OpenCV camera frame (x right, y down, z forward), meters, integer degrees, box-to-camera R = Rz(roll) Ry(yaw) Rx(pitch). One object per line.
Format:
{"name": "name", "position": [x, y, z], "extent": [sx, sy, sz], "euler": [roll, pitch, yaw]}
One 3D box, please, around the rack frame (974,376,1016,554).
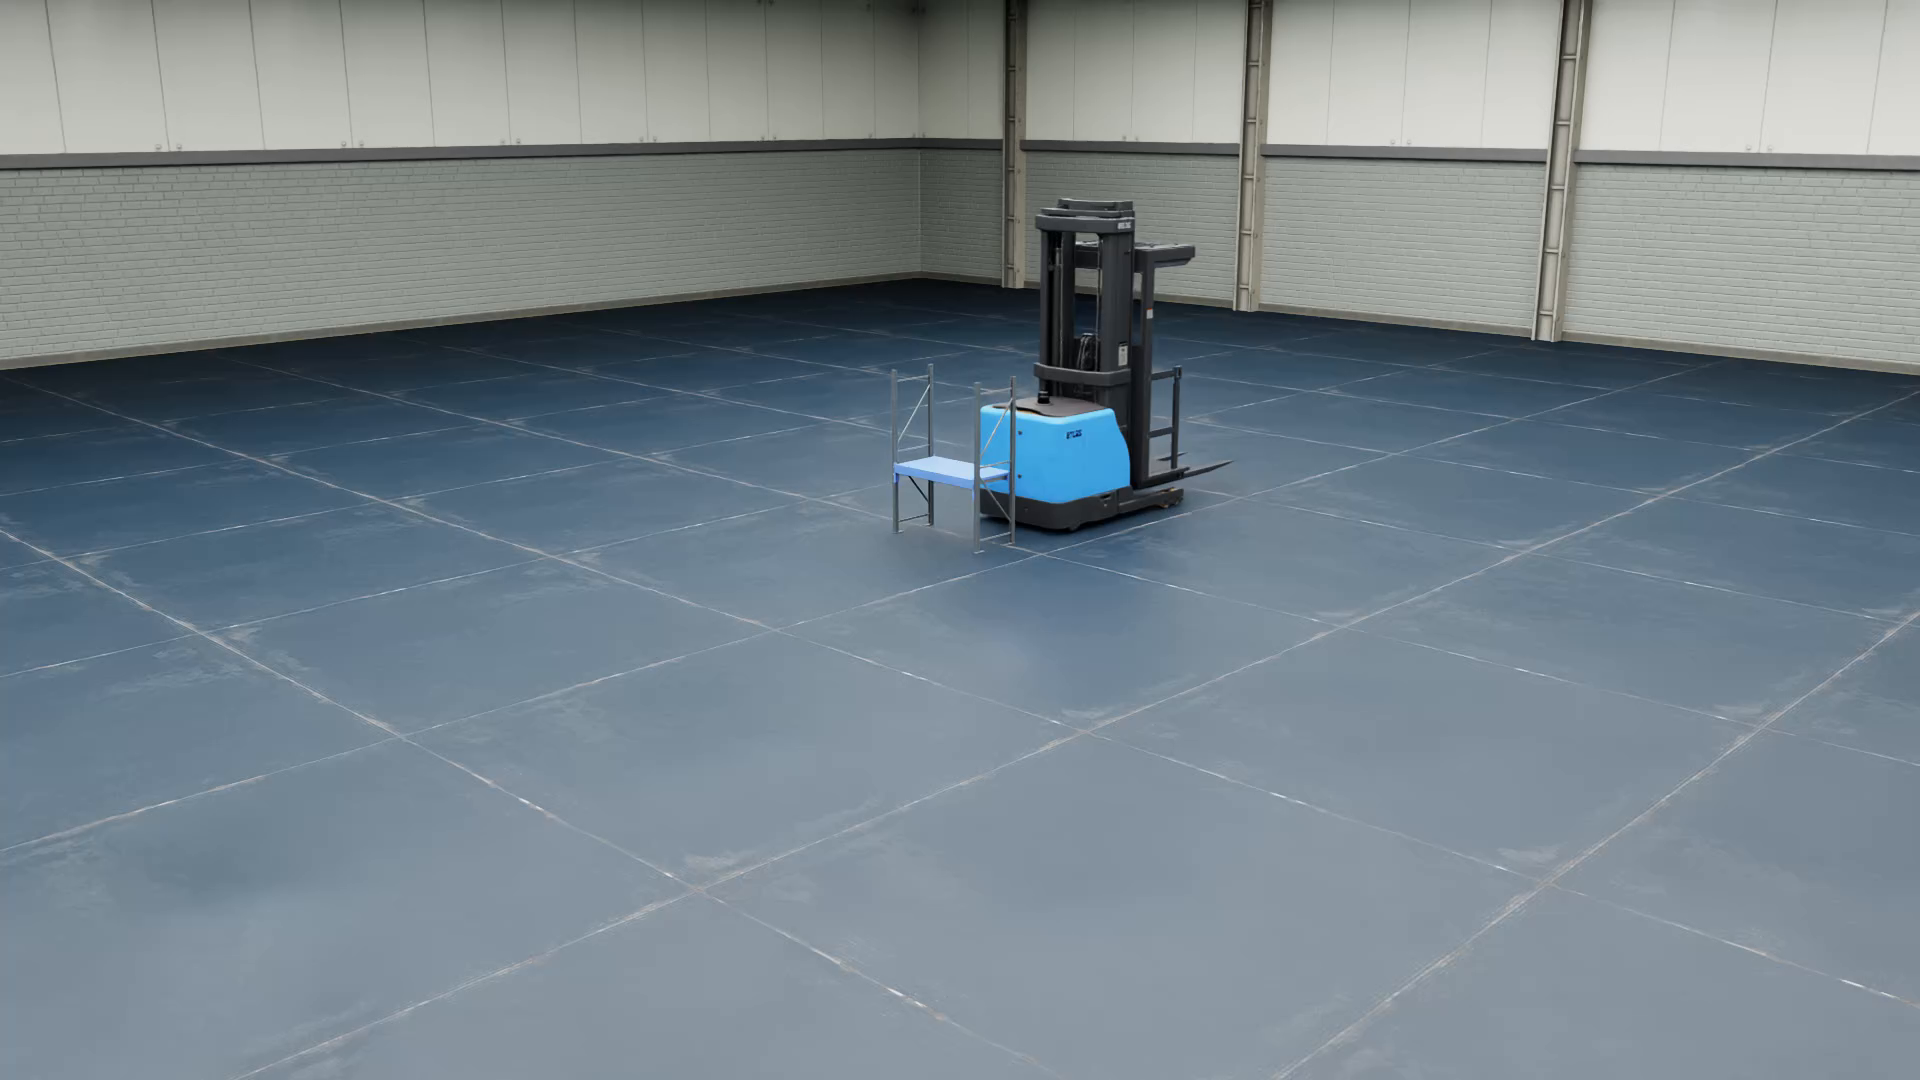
{"name": "rack frame", "position": [0.305, -0.652, 14.459], "extent": [0.032, 1.500, 0.500], "euler": [14, 20, 42]}

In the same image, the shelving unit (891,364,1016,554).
{"name": "shelving unit", "position": [-0.061, -0.741, 14.800], "extent": [1.048, 1.500, 0.538], "euler": [14, 20, 42]}

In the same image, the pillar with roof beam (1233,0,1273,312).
{"name": "pillar with roof beam", "position": [2.476, -7.960, 27.635], "extent": [0.400, 9.000, 9.100], "euler": [14, 20, 42]}

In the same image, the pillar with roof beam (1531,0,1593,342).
{"name": "pillar with roof beam", "position": [6.795, -6.910, 23.605], "extent": [0.400, 9.000, 9.100], "euler": [14, 20, 42]}

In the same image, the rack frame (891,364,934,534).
{"name": "rack frame", "position": [-0.427, -0.830, 15.142], "extent": [0.032, 1.500, 0.500], "euler": [14, 20, 42]}

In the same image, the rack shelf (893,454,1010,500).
{"name": "rack shelf", "position": [-0.061, -0.567, 14.846], "extent": [1.000, 0.185, 0.538], "euler": [14, 20, 42]}

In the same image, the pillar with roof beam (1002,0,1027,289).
{"name": "pillar with roof beam", "position": [-1.843, -9.010, 31.665], "extent": [0.400, 9.000, 9.100], "euler": [14, 20, 42]}

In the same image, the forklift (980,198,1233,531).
{"name": "forklift", "position": [1.540, -1.802, 16.034], "extent": [1.130, 2.935, 3.031], "euler": [13, 20, 42]}
